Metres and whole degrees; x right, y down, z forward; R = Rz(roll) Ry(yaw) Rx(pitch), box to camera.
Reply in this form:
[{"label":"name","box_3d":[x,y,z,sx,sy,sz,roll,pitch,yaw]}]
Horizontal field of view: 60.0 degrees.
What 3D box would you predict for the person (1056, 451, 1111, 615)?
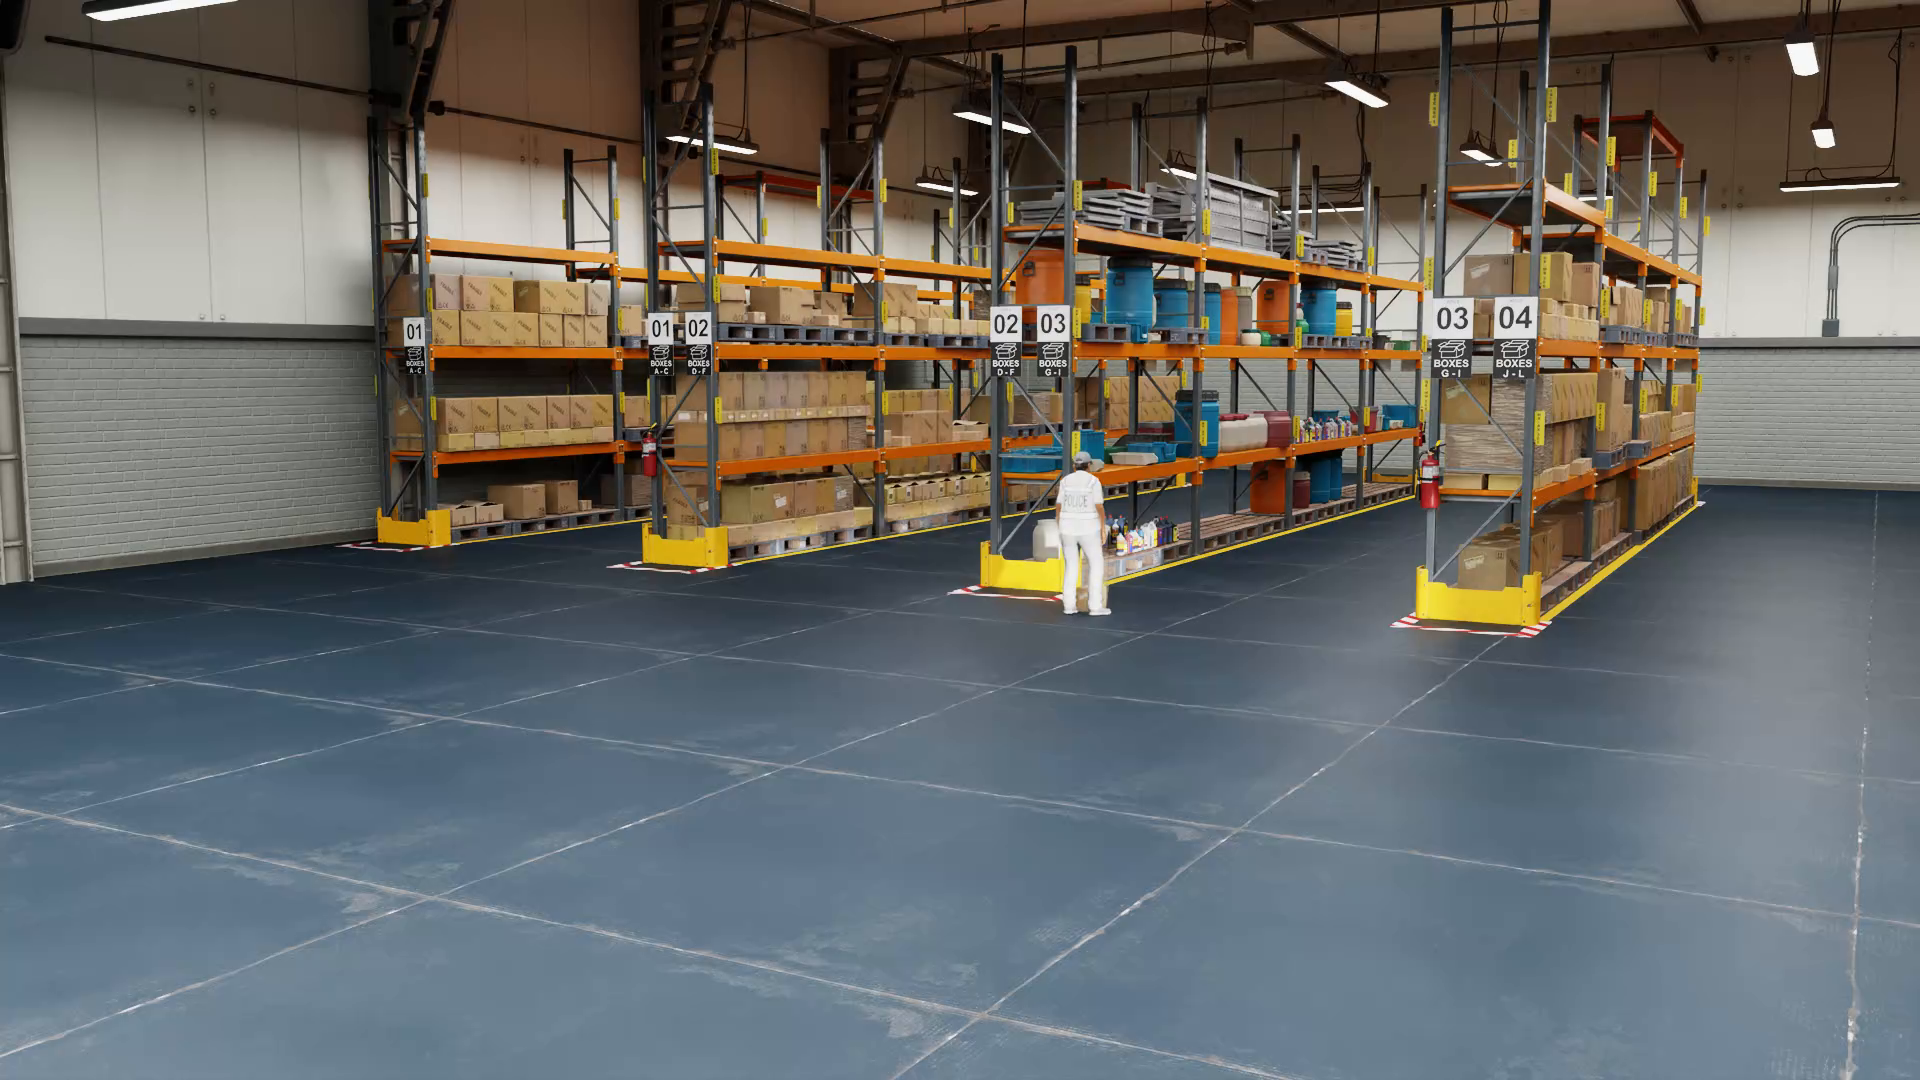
[{"label":"person","box_3d":[1.259,-0.070,17.006,0.554,1.665,0.468,3,7,25]}]
